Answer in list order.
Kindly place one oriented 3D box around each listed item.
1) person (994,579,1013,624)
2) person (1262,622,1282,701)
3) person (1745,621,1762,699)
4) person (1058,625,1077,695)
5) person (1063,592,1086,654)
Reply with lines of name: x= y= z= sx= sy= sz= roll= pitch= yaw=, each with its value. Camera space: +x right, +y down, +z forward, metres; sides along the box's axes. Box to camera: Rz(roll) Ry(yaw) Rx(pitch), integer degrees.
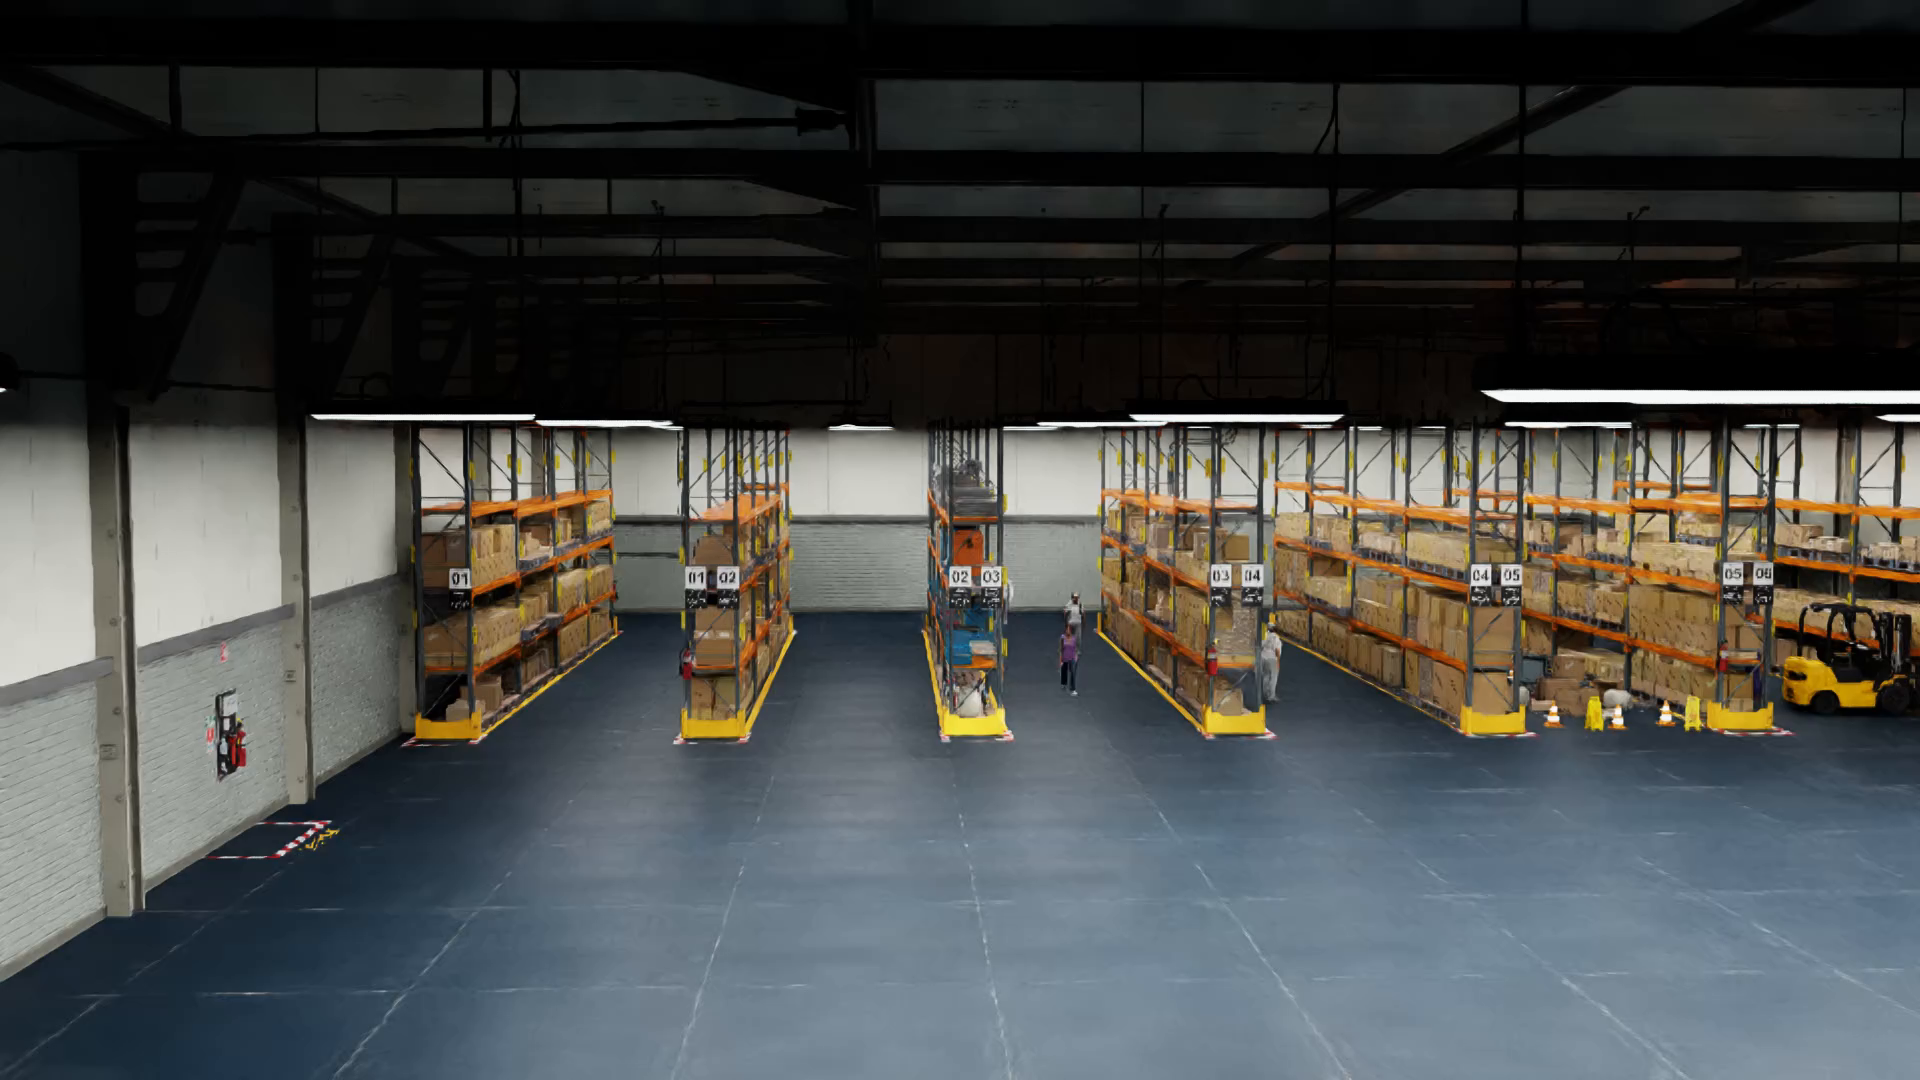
person: x=1.264 y=1.695 z=49.422 sx=0.639 sy=1.628 sz=0.505 roll=0 pitch=4 yaw=-5
person: x=6.633 y=2.575 z=35.394 sx=0.449 sy=1.663 sz=0.530 roll=-2 pitch=4 yaw=-33
person: x=16.967 y=2.561 z=35.717 sx=0.468 sy=1.651 sz=0.523 roll=2 pitch=4 yaw=27
person: x=2.346 y=2.586 z=36.232 sx=0.417 sy=1.517 sz=1.037 roll=0 pitch=4 yaw=0
person: x=2.936 y=2.130 z=42.731 sx=0.592 sy=1.629 sz=0.532 roll=0 pitch=4 yaw=-5
